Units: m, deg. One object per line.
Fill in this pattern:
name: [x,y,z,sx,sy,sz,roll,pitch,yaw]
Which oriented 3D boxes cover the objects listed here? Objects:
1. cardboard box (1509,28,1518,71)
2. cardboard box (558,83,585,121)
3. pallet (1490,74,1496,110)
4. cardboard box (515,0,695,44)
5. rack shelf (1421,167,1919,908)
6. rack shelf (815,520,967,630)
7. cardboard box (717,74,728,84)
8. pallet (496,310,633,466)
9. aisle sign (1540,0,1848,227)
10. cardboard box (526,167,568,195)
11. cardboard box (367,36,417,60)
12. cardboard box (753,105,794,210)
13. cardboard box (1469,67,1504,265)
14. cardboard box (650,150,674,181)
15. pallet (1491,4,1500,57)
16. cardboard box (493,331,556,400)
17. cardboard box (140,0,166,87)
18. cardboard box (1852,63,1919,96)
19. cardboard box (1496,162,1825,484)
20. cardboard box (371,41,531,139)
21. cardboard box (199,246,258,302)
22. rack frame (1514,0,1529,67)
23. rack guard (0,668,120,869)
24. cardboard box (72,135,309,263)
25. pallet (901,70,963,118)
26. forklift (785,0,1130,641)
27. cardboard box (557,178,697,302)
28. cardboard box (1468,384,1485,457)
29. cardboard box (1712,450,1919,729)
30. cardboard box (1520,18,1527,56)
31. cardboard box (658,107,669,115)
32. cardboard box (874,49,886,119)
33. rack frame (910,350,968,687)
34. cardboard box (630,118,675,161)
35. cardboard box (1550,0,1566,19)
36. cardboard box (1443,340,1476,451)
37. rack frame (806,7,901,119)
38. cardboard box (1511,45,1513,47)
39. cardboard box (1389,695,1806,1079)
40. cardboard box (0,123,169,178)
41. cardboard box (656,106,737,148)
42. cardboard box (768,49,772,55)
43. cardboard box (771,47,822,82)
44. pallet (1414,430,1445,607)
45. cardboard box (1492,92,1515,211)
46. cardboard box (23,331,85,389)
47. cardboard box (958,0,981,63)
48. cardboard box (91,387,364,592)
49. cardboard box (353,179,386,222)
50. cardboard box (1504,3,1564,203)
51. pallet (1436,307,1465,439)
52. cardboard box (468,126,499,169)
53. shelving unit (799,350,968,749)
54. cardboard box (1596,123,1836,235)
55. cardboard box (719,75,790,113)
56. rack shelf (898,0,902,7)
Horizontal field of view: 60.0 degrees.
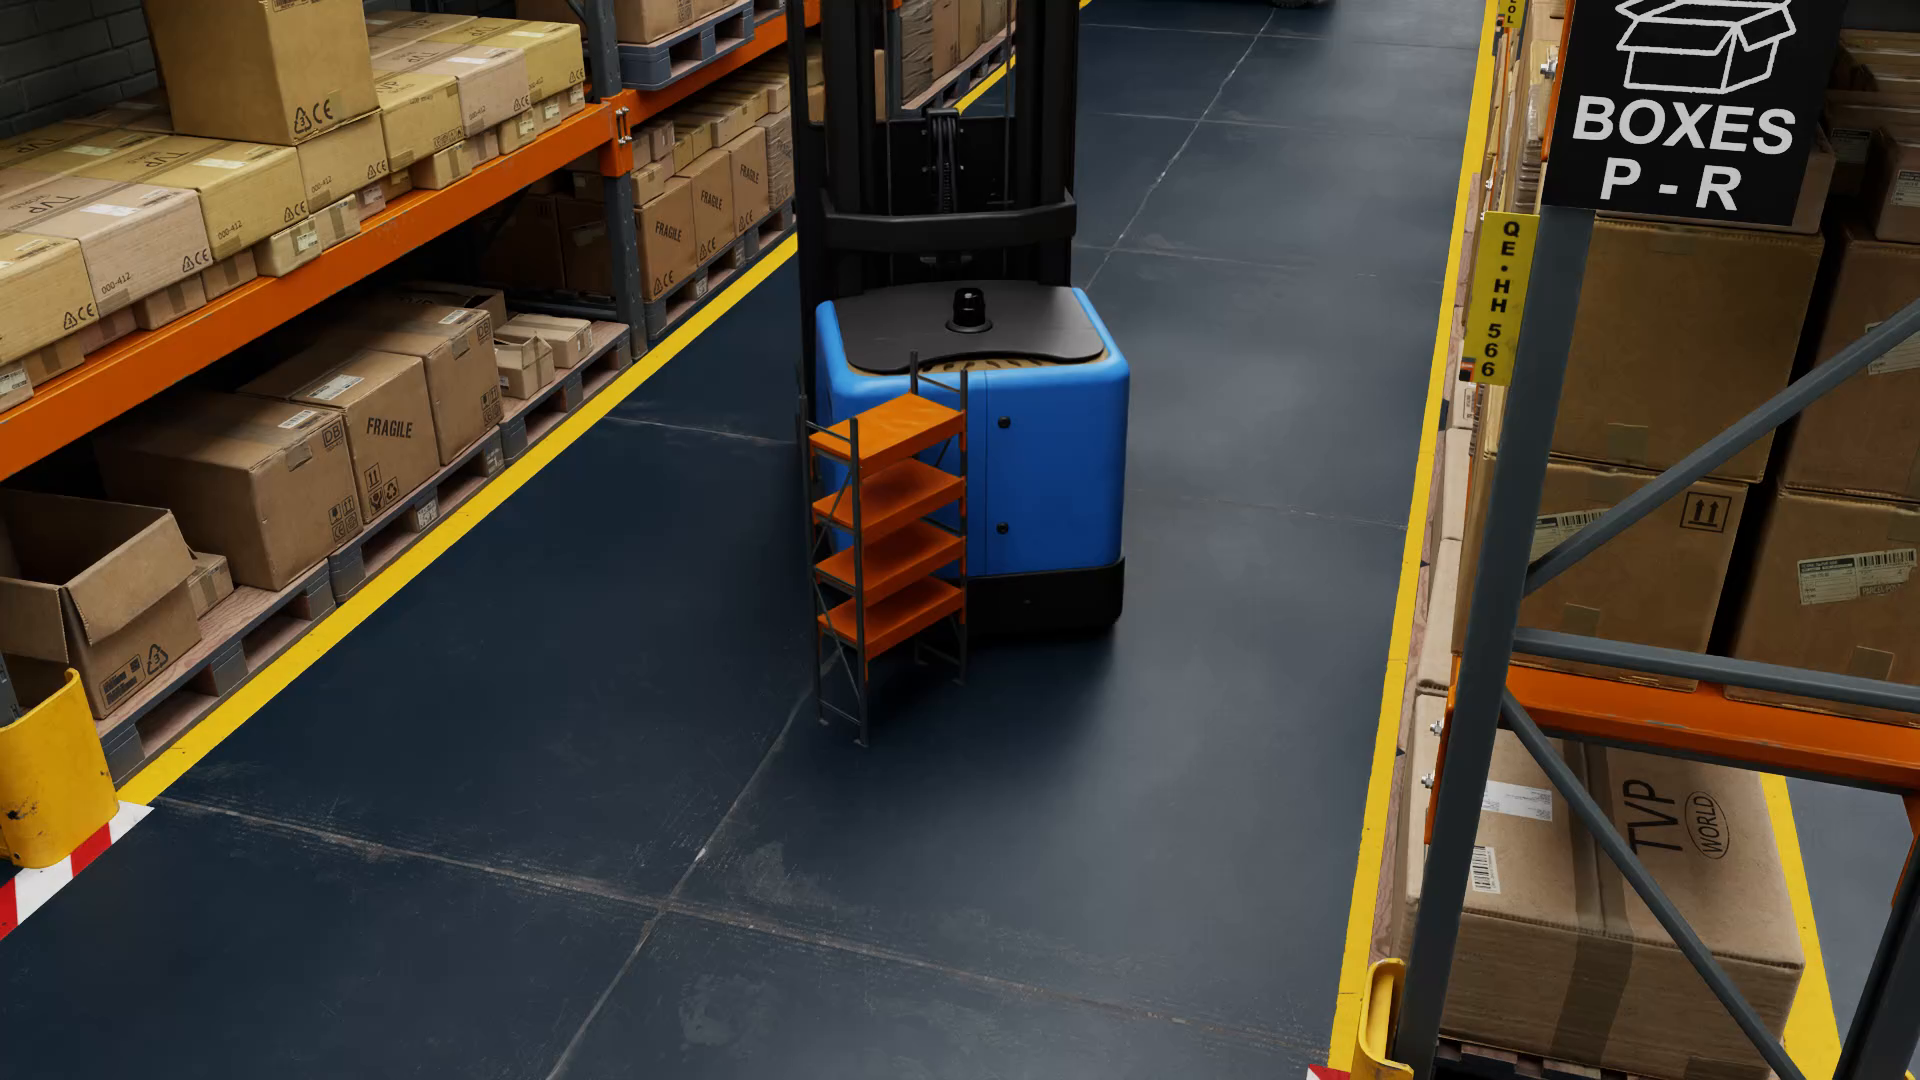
cardboard box: [2.702,-2.224,7.302,0.500,0.250,0.500,9,30,16]
cardboard box: [-1.933,-2.010,7.537,0.380,0.149,0.250,9,30,16]
pallet: [4.430,-3.166,12.225,1.003,0.211,1.213,8,30,15]
cardboard box: [-1.725,-2.724,8.027,0.700,0.500,0.500,9,30,16]
rack shelf: [2.078,-0.354,5.041,1.077,0.370,4.000,8,30,15]
rack shelf: [-0.233,0.096,5.481,0.258,0.148,0.480,24,37,36]
cardboard box: [-1.657,-2.852,10.263,0.380,0.149,0.250,8,30,14]
pallet: [-2.284,-0.767,7.911,1.003,0.211,1.213,8,30,15]
aisle sign: [1.173,-0.886,2.583,0.394,0.787,0.004,8,30,15]
cardboard box: [-2.249,-1.891,8.536,0.380,0.149,0.250,7,30,13]
cardboard box: [-2.625,-1.943,7.006,0.500,0.250,0.500,8,30,14]
cardboard box: [-1.268,-2.309,9.954,0.500,0.500,0.500,7,30,13]
cardboard box: [3.291,-1.989,8.993,0.875,0.875,0.875,9,30,15]
cardboard box: [-1.714,-1.948,8.637,0.380,0.149,0.250,8,30,13]
pallet: [5.176,-4.414,14.468,1.003,0.211,1.213,8,30,15]
cardboard box: [-2.069,-0.826,7.530,0.396,0.266,0.258,10,30,17]
cardboard box: [-2.773,-2.042,6.413,0.500,0.500,0.500,8,30,13]
cardboard box: [2.054,-0.865,3.421,0.380,0.149,0.250,9,30,16]
cardboard box: [1.405,-0.478,3.392,0.500,0.500,0.500,9,30,17]
cardboard box: [-2.130,-1.862,6.861,0.500,0.250,0.500,9,30,15]
cardboard box: [-2.617,-0.934,5.602,0.380,0.149,0.250,9,30,16]
rack frame: [2.665,-1.598,6.537,1.000,3.000,0.127,8,30,15]
rack guard: [-3.233,0.612,5.136,1.175,0.500,0.348,8,30,15]
cardboard box: [-2.571,-1.153,5.585,0.500,0.250,0.500,8,30,14]
pallet: [-0.628,-3.322,12.504,1.003,0.211,1.213,8,30,15]
forklift: [-0.138,-1.605,6.620,1.130,2.935,3.031,-4,29,-8]
cardboard box: [-1.724,-1.588,8.659,0.500,0.500,0.500,10,31,17]
cardboard box: [1.683,-0.516,4.489,0.500,0.500,0.500,9,30,16]
cardboard box: [1.906,0.035,3.498,0.500,0.500,0.500,8,30,14]
cardboard box: [2.294,-1.892,5.934,0.500,0.500,0.500,9,30,15]
cardboard box: [-1.910,-2.499,9.628,0.380,0.149,0.250,9,30,16]
cardboard box: [-0.826,-3.027,11.246,0.500,0.500,0.500,9,30,16]
rack frame: [-0.069,-0.051,5.606,0.240,1.200,0.015,24,37,36]
cardboard box: [-1.691,-2.065,8.543,0.380,0.149,0.250,7,30,12]
cardboard box: [1.859,-1.547,4.647,0.380,0.149,0.250,9,30,15]
cardboard box: [2.378,-0.385,6.561,0.875,0.438,0.875,8,30,14]
rack frame: [-0.907,-4.163,11.148,1.000,3.000,0.127,8,30,15]
cardboard box: [3.020,-2.486,8.287,0.500,0.250,0.500,8,30,15]
cardboard box: [1.589,0.876,4.293,0.875,0.438,0.875,7,30,13]
cardboard box: [-3.072,-1.231,5.725,0.500,0.250,0.500,9,30,16]
cardboard box: [-1.473,-2.309,9.286,0.380,0.149,0.250,8,30,15]
cardboard box: [-1.462,-3.220,10.926,0.380,0.149,0.250,9,30,16]
cardboard box: [-0.980,-3.025,10.574,0.380,0.149,0.250,7,30,13]
pallet: [2.367,-0.037,6.599,1.003,0.211,1.213,8,30,15]
cardboard box: [2.125,-1.228,5.768,0.500,0.500,0.500,9,30,15]
cardboard box: [-2.866,-0.574,4.955,0.380,0.149,0.250,9,30,16]
cardboard box: [-0.329,-4.215,13.252,0.875,0.625,0.625,7,30,13]
cardboard box: [-2.697,-0.199,6.162,0.700,0.500,0.500,10,31,17]
cardboard box: [-2.403,-1.296,6.252,0.380,0.149,0.250,8,30,15]
cardboard box: [1.828,-1.187,4.668,0.500,0.500,0.500,8,30,14]
pallet: [2.819,-0.749,7.879,1.003,0.211,1.213,8,30,15]
cardboard box: [-2.145,-1.644,6.878,0.380,0.149,0.250,9,30,16]
shelving unit: [-0.233,0.037,5.449,0.258,1.200,0.503,24,37,36]
cardboard box: [1.405,-0.698,3.121,0.380,0.149,0.250,9,30,16]
cardboard box: [-1.226,-2.660,9.918,0.380,0.149,0.250,7,30,12]
rack shelf: [-0.320,-4.778,12.994,1.077,0.370,4.000,8,30,15]
